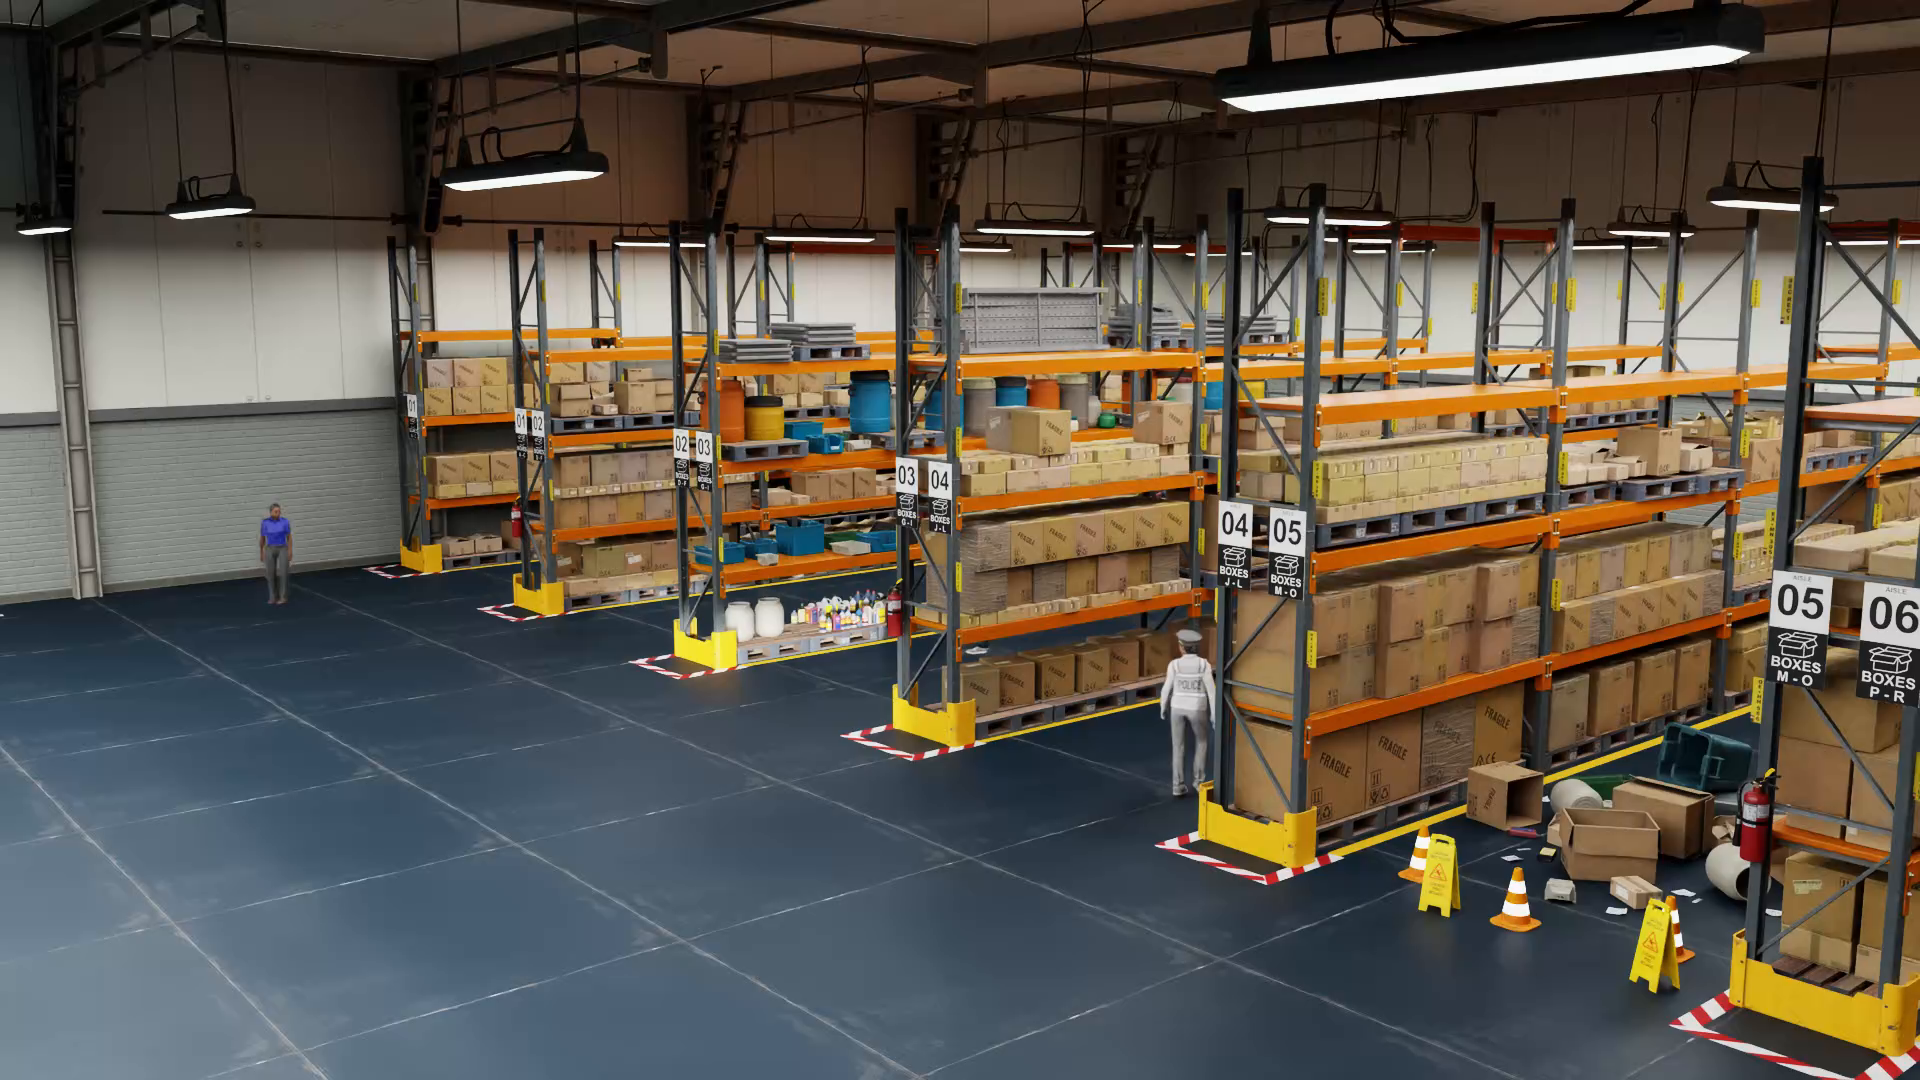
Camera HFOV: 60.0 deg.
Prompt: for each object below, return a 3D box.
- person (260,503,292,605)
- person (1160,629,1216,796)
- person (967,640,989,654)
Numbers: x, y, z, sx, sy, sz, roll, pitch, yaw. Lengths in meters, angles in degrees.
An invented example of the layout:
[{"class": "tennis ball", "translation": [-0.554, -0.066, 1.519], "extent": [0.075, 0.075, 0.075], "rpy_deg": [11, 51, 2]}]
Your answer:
[{"class": "person", "translation": [-11.104, 0.214, 27.003], "extent": [0.498, 1.663, 0.391], "rpy_deg": [-4, 9, -22]}, {"class": "person", "translation": [2.320, 1.781, 16.883], "extent": [0.605, 1.735, 0.446], "rpy_deg": [2, 9, 14]}, {"class": "person", "translation": [0.237, 0.716, 21.998], "extent": [0.369, 1.621, 0.473], "rpy_deg": [6, 11, 35]}]
